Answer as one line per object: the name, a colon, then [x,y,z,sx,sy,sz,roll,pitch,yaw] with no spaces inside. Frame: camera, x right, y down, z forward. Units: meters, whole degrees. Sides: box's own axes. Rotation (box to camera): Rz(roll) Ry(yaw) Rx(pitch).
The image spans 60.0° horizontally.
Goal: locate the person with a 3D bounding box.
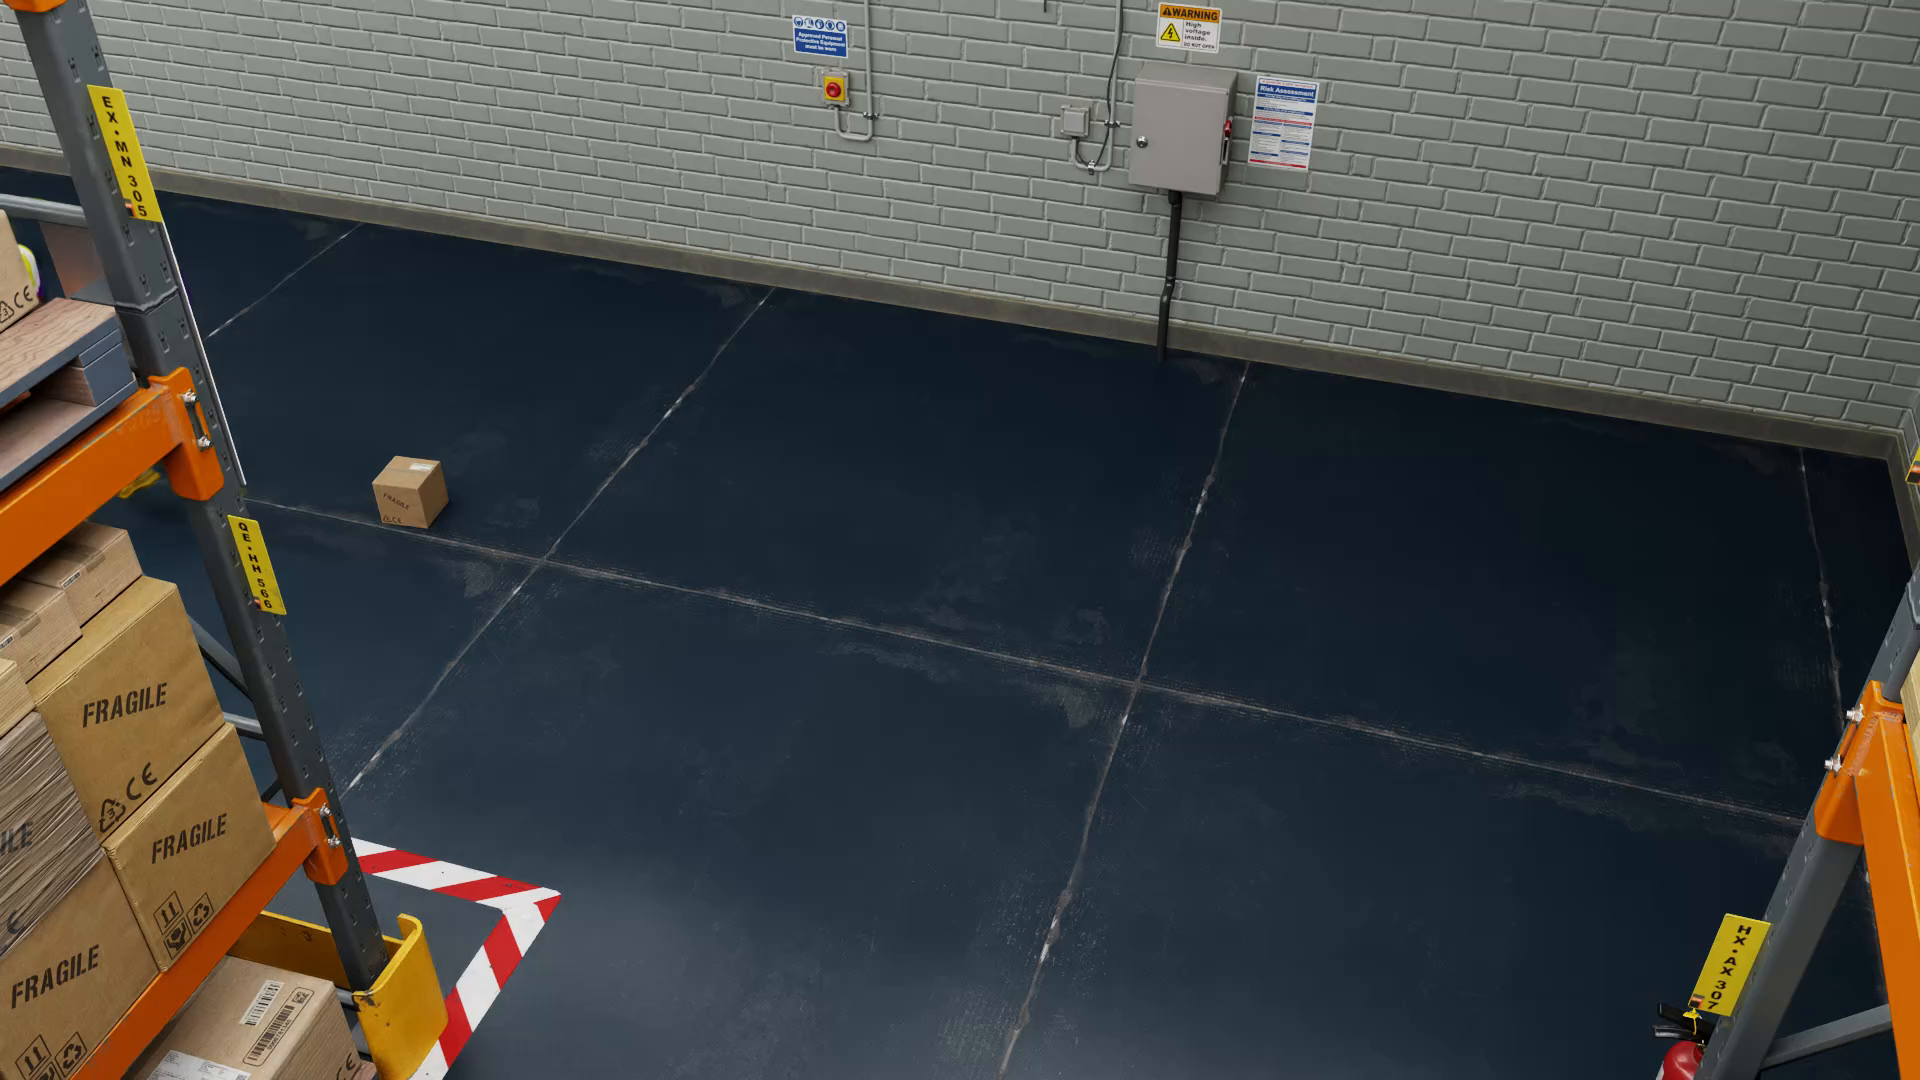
person: [-4.506,-0.835,7.982,0.917,1.736,0.567,6,37,8]
